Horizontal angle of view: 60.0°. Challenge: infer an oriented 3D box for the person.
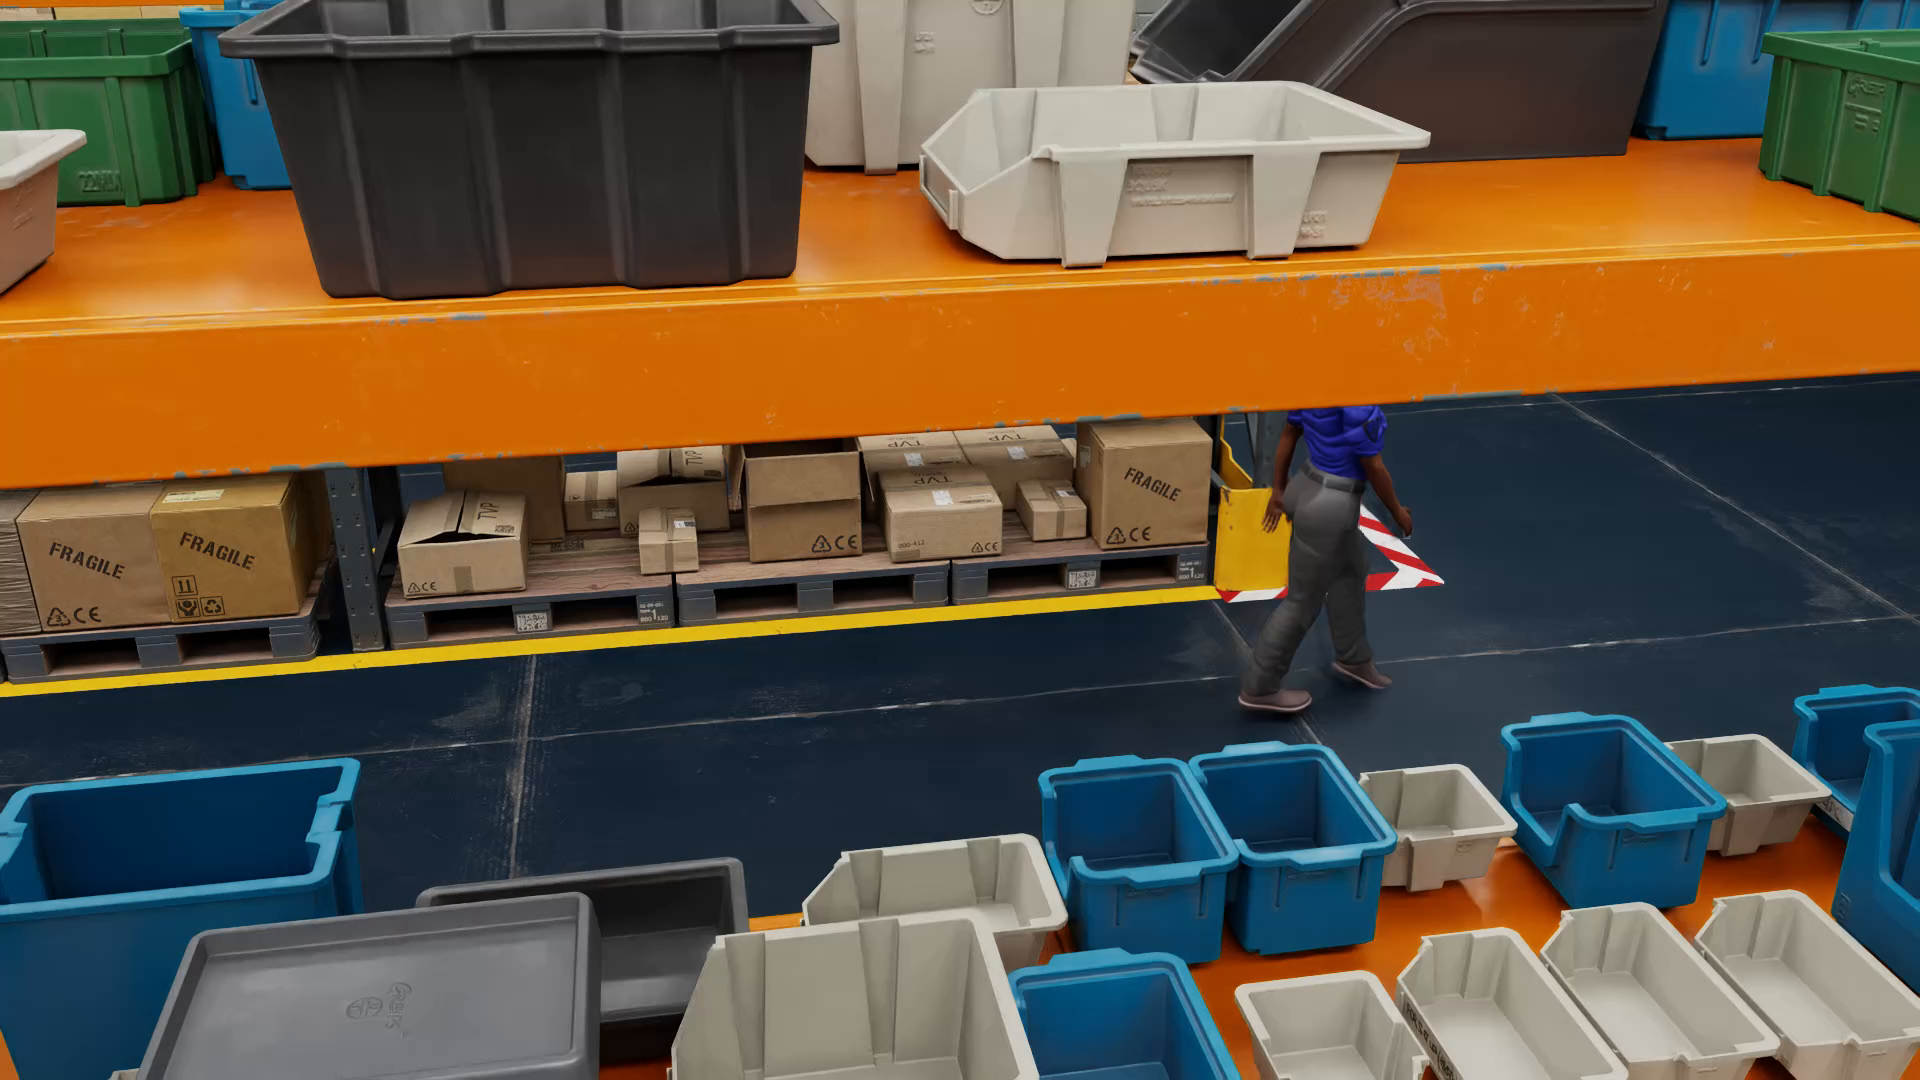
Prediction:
[{"bbox_3d":[1.444,-0.093,6.361,0.730,1.700,0.449,-4,24,-10],"label":"person"}]
